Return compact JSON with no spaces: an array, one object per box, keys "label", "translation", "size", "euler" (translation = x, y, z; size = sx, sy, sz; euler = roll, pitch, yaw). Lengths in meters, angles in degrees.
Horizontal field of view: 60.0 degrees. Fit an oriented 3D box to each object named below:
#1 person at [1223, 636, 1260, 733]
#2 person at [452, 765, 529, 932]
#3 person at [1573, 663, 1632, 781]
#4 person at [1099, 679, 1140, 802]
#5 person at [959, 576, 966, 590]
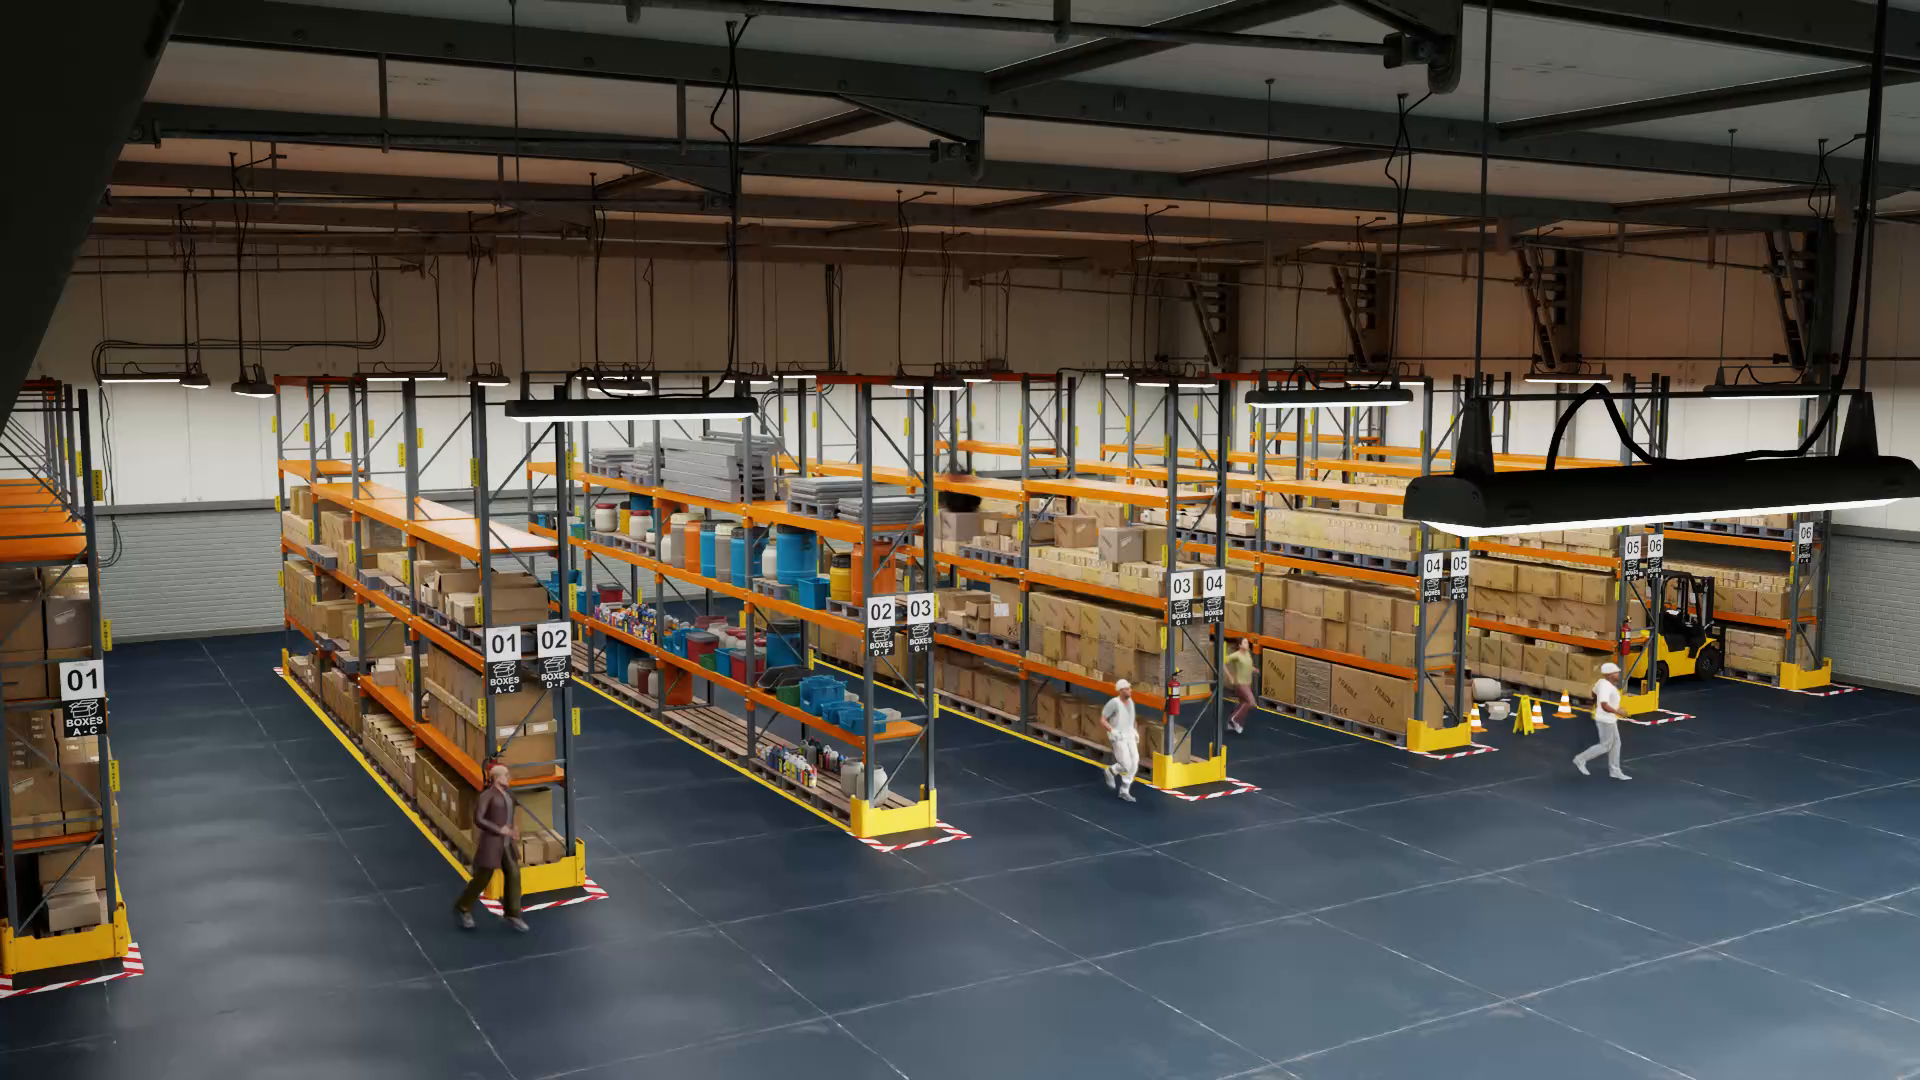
[{"label":"person","translation":[4.771,2.439,28.010],"size":[0.634,1.629,0.550],"euler":[6,9,43]},{"label":"person","translation":[-5.155,3.412,18.586],"size":[0.932,1.795,0.770],"euler":[2,7,19]},{"label":"person","translation":[9.696,2.721,25.026],"size":[0.842,1.774,0.726],"euler":[2,7,20]},{"label":"person","translation":[2.326,2.862,23.885],"size":[0.694,1.751,0.523],"euler":[-5,8,-38]},{"label":"person","translation":[0.171,0.868,42.226],"size":[0.578,1.724,0.777],"euler":[2,7,18]}]
